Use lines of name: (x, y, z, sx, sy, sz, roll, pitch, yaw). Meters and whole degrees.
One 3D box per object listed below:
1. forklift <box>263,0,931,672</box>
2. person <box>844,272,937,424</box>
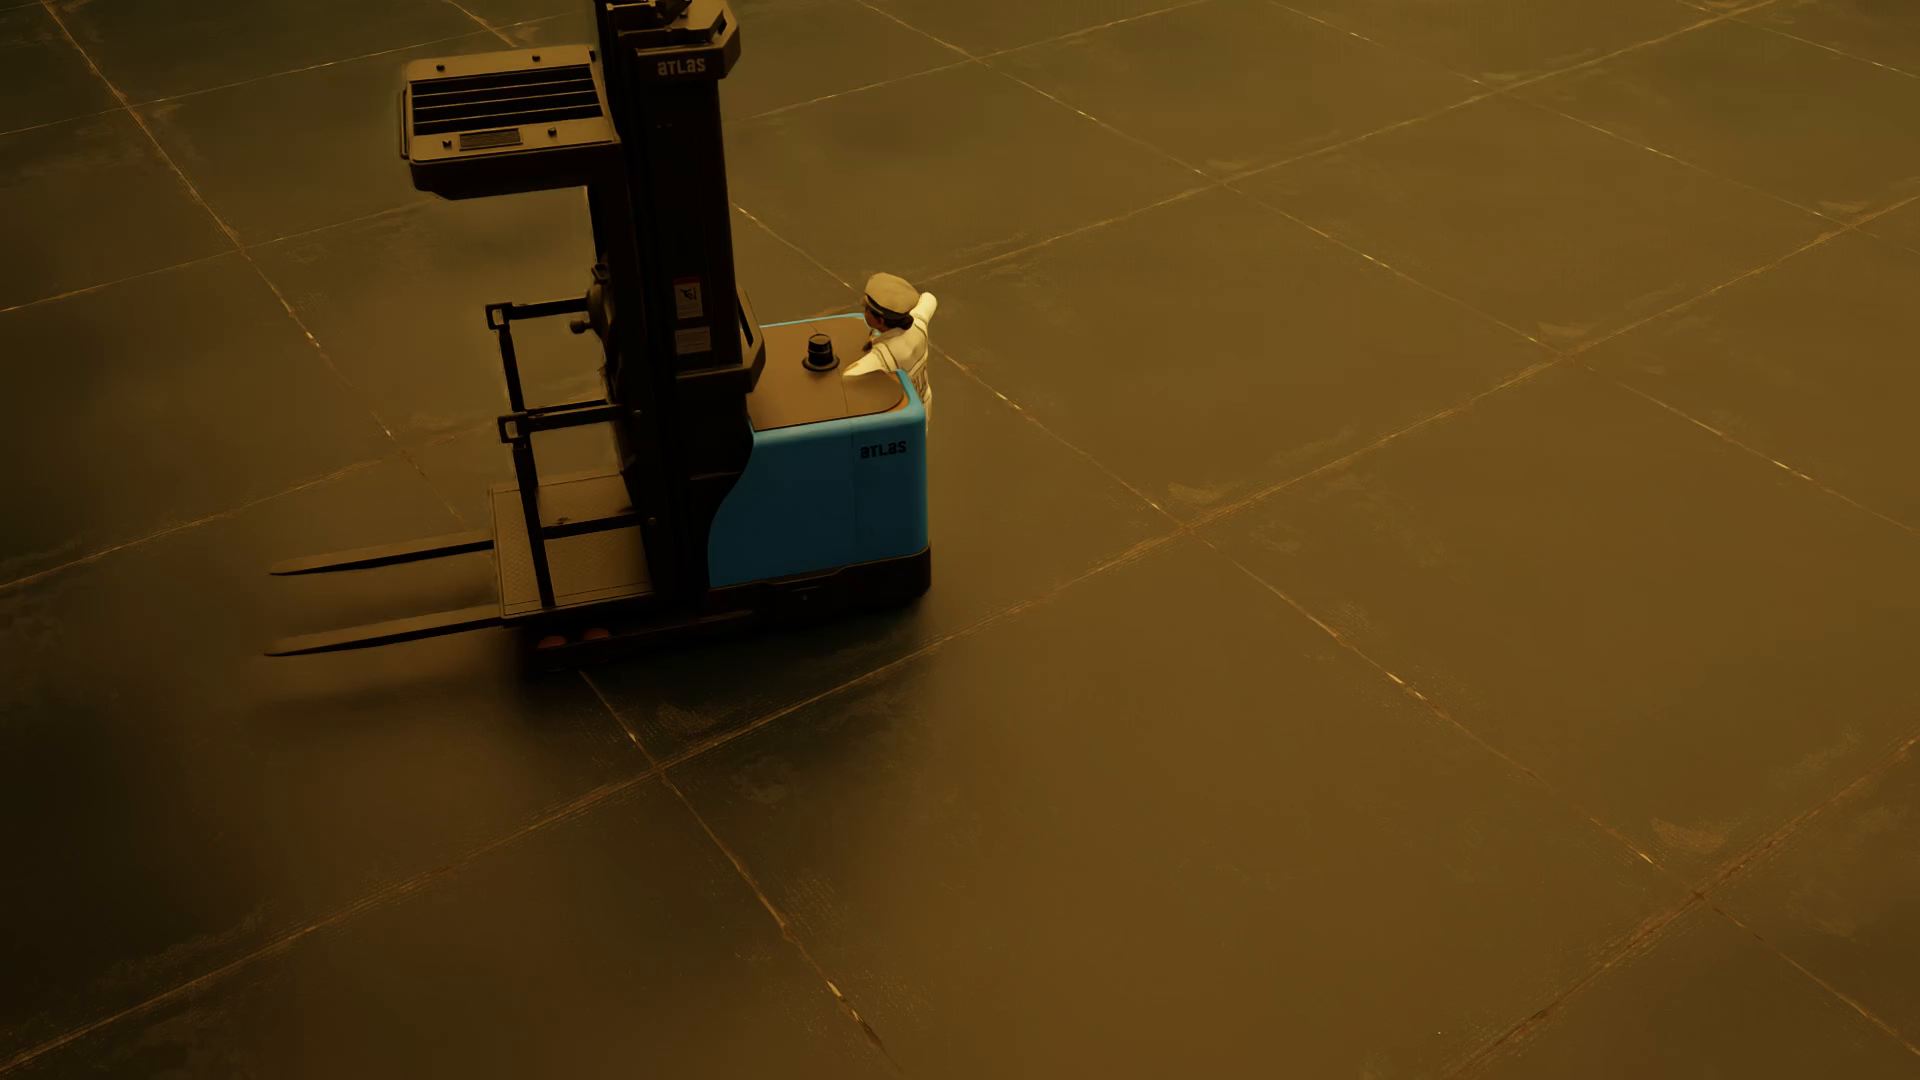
forklift: (-1.714, -0.927, 7.198, 3.031, 2.935, 1.130, -10, 38, -13)
person: (-0.536, -0.702, 8.131, 0.798, 1.453, 0.984, 12, 38, 16)
